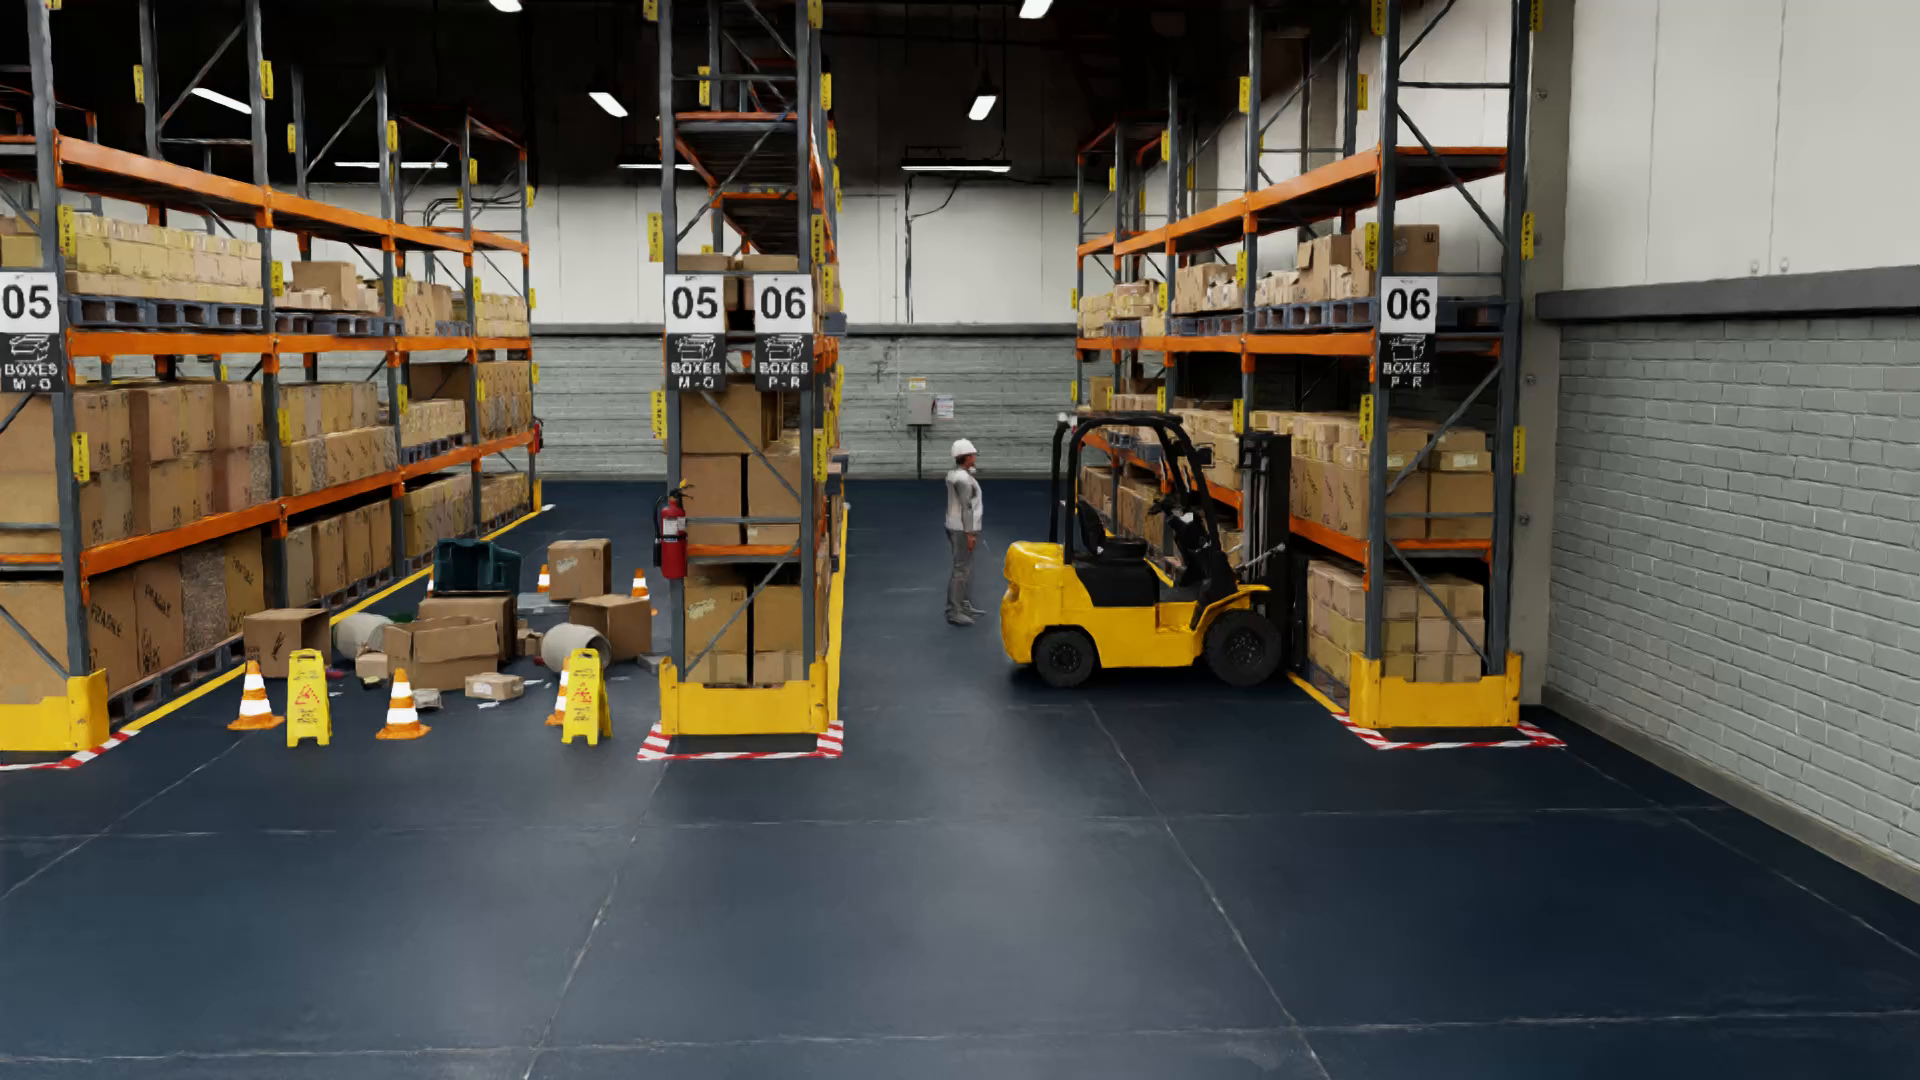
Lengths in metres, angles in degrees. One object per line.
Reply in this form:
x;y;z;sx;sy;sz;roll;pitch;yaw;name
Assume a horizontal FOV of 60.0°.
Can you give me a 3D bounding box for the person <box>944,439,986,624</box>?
0.057;-0.101;16.321;0.441;1.779;0.647;-1;7;-10;person
